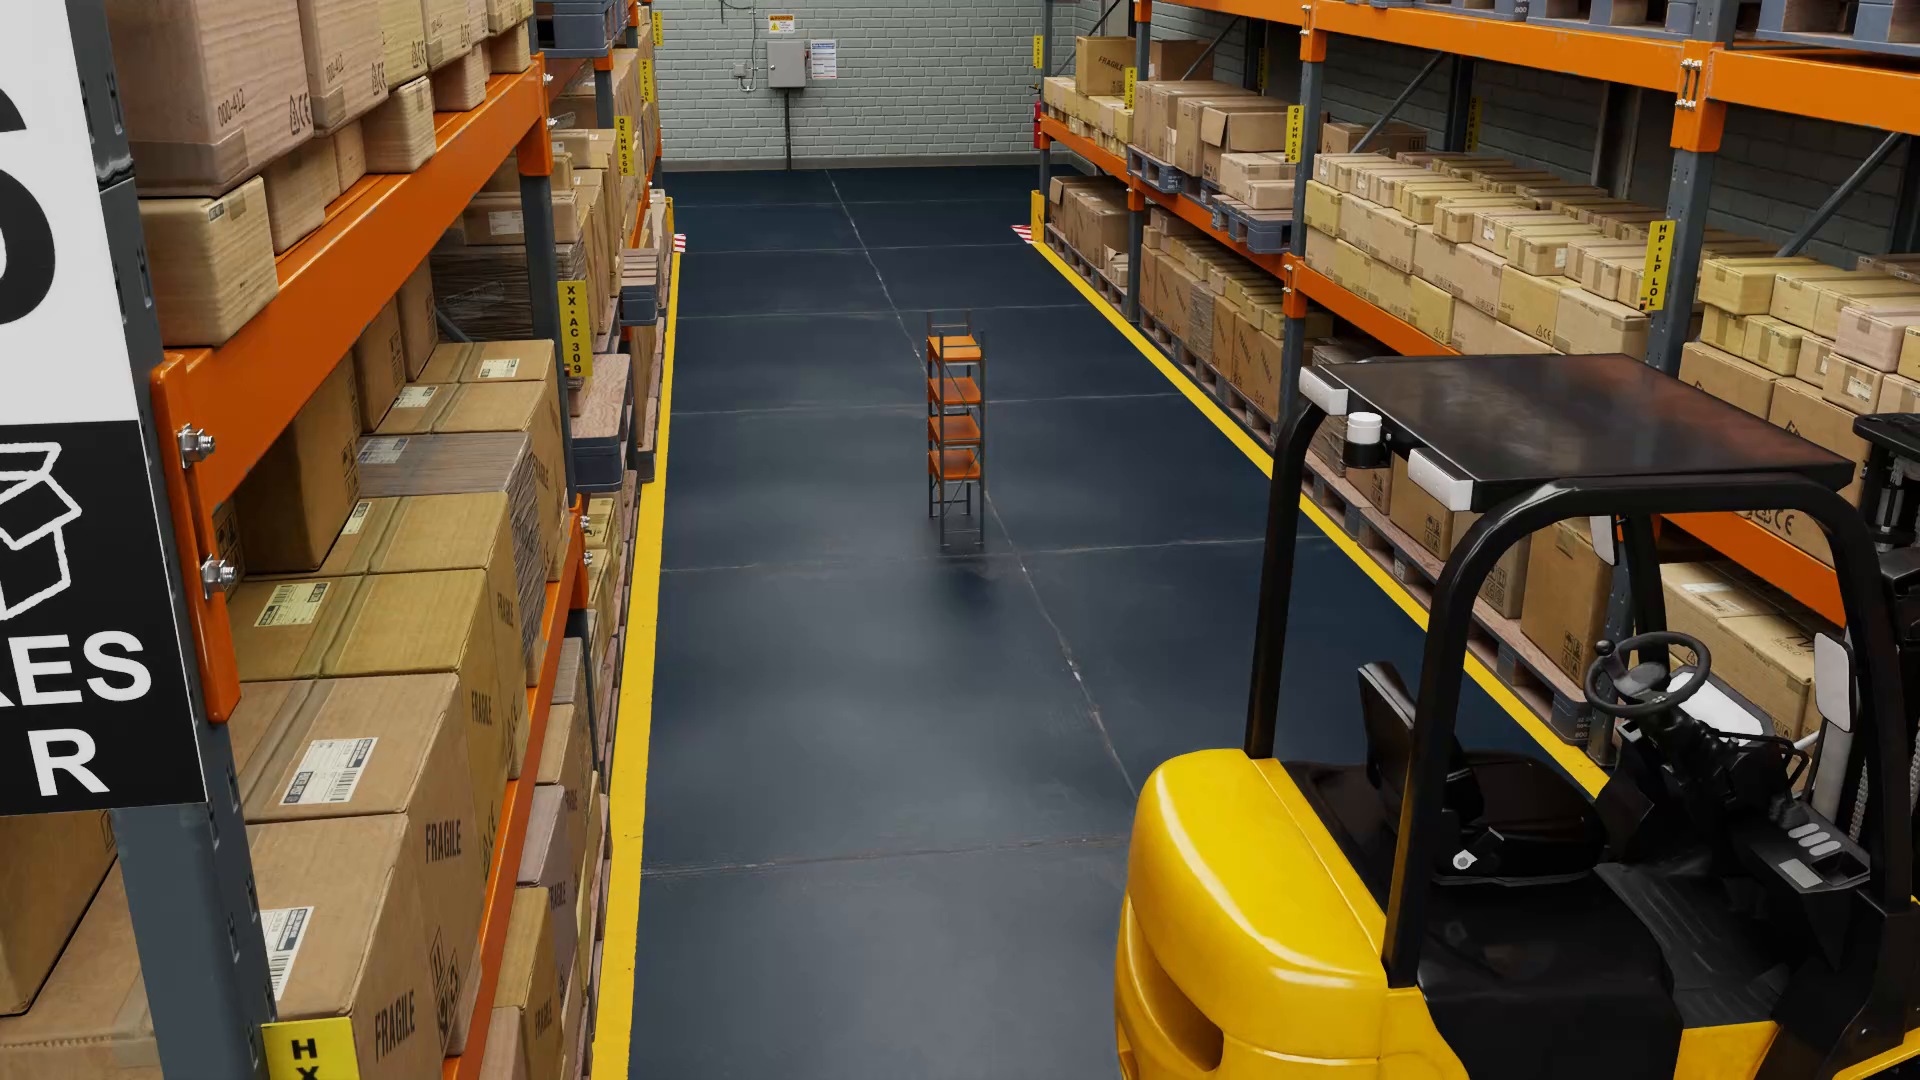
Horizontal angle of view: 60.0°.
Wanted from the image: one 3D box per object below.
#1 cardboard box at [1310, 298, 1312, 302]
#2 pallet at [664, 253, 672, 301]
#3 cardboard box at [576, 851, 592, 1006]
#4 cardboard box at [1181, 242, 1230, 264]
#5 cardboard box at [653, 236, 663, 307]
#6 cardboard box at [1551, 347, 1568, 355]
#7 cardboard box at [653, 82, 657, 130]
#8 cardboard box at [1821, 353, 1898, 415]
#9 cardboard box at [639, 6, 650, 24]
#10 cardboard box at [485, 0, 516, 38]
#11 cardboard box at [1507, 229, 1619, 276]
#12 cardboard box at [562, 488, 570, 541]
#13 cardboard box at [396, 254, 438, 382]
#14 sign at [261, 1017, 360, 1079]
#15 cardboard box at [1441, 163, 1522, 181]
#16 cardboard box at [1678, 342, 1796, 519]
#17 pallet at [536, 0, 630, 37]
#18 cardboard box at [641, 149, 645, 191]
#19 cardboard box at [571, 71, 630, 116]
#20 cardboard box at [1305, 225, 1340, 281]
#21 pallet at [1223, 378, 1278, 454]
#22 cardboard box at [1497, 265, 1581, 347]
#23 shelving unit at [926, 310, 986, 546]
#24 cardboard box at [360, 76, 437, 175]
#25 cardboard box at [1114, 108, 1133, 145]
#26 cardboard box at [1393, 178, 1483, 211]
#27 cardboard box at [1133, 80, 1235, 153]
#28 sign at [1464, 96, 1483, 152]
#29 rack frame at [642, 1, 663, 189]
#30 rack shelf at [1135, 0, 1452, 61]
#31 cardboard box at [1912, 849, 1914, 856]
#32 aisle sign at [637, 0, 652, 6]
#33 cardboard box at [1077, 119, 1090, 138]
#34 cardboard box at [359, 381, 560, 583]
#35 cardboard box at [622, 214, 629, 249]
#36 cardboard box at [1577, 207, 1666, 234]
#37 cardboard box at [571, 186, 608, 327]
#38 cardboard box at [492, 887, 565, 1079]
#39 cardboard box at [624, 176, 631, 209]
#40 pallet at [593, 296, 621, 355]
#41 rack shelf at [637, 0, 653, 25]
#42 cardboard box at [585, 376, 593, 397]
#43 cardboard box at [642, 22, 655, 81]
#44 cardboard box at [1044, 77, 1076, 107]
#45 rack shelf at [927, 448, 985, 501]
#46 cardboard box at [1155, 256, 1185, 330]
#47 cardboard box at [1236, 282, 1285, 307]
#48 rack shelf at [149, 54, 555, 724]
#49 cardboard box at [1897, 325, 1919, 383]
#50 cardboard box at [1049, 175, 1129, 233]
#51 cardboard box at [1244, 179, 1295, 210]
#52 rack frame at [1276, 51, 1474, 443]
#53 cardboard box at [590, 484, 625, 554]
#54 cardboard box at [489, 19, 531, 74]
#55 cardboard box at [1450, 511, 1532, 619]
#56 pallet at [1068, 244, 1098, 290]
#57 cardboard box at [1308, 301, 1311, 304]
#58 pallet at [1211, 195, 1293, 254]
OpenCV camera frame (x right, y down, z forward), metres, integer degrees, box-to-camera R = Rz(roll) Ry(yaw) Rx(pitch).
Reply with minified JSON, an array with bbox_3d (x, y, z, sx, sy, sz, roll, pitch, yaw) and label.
[{"bbox_3d":[2.662,-1.710,11.552,0.380,0.149,0.250,-4,21,-10],"label":"cardboard box"},{"bbox_3d":[-3.197,-2.427,15.413,1.003,0.211,1.213,-3,21,-8],"label":"pallet"},{"bbox_3d":[-1.394,1.193,5.064,0.500,0.250,0.500,-3,21,-9],"label":"cardboard box"},{"bbox_3d":[1.932,-2.212,12.897,0.380,0.149,0.250,-3,21,-9],"label":"cardboard box"},{"bbox_3d":[-2.969,-2.262,14.047,0.875,0.438,0.875,-3,21,-9],"label":"cardboard box"},{"bbox_3d":[2.748,-0.616,6.792,0.500,0.250,0.500,-2,21,-7],"label":"cardboard box"},{"bbox_3d":[-3.089,-3.969,15.412,0.500,0.500,0.500,-2,21,-6],"label":"cardboard box"},{"bbox_3d":[2.931,-0.484,5.155,0.380,0.149,0.250,-2,21,-7],"label":"cardboard box"},{"bbox_3d":[-3.131,-4.961,15.712,0.380,0.149,0.250,-3,21,-8],"label":"cardboard box"},{"bbox_3d":[-1.428,-1.433,4.268,0.500,0.250,0.500,-3,21,-9],"label":"cardboard box"},{"bbox_3d":[2.603,-1.243,7.186,0.380,0.149,0.250,-4,21,-9],"label":"cardboard box"},{"bbox_3d":[-1.484,-0.059,5.447,0.380,0.149,0.250,-3,21,-8],"label":"cardboard box"},{"bbox_3d":[-1.983,-0.764,4.978,0.700,0.500,0.500,-3,21,-8],"label":"cardboard box"},{"bbox_3d":[-0.718,0.679,1.874,0.100,0.325,0.005,-3,21,-8],"label":"sign"},{"bbox_3d":[2.875,-1.980,9.161,0.380,0.149,0.250,-3,21,-8],"label":"cardboard box"},{"bbox_3d":[2.885,-0.405,5.870,0.500,0.500,0.500,-3,21,-9],"label":"cardboard box"},{"bbox_3d":[-1.968,-2.168,6.716,1.213,0.211,1.003,-3,21,-8],"label":"pallet"},{"bbox_3d":[-2.671,-2.830,12.720,0.500,0.250,0.500,-3,21,-9],"label":"cardboard box"},{"bbox_3d":[-2.378,-2.707,10.606,0.500,0.500,0.500,-2,21,-6],"label":"cardboard box"},{"bbox_3d":[2.325,-1.673,9.624,0.500,0.250,0.500,-3,21,-8],"label":"cardboard box"},{"bbox_3d":[2.433,-0.864,11.227,1.003,0.211,1.213,-3,21,-8],"label":"pallet"},{"bbox_3d":[2.674,-1.023,7.169,0.500,0.250,0.500,-3,21,-9],"label":"cardboard box"},{"bbox_3d":[-0.024,-0.619,9.160,0.258,1.200,0.503,-3,21,-8],"label":"shelving unit"},{"bbox_3d":[-1.172,-0.754,3.020,0.380,0.149,0.250,-3,21,-7],"label":"cardboard box"},{"bbox_3d":[1.611,-3.528,14.163,0.500,0.250,0.500,-2,21,-6],"label":"cardboard box"},{"bbox_3d":[2.475,-1.780,8.624,0.380,0.149,0.250,-3,21,-7],"label":"cardboard box"},{"bbox_3d":[1.775,-3.359,13.180,0.700,0.500,0.500,-2,21,-6],"label":"cardboard box"},{"bbox_3d":[3.052,-2.481,9.917,0.100,0.325,0.005,-3,21,-8],"label":"sign"},{"bbox_3d":[-3.562,-4.428,16.784,1.000,3.000,0.127,-3,21,-8],"label":"rack frame"},{"bbox_3d":[2.214,-3.670,11.497,1.077,0.370,4.000,-3,21,-8],"label":"rack shelf"},{"bbox_3d":[3.051,1.039,4.761,0.500,0.250,0.500,-3,21,-8],"label":"cardboard box"},{"bbox_3d":[-3.265,-5.686,16.438,0.394,0.787,0.004,-3,21,-8],"label":"aisle sign"},{"bbox_3d":[1.320,-3.895,15.718,0.380,0.149,0.250,-2,21,-7],"label":"cardboard box"},{"bbox_3d":[-1.441,-0.140,4.736,0.500,0.500,0.500,-2,21,-6],"label":"cardboard box"},{"bbox_3d":[-2.230,-1.770,9.882,0.500,0.250,0.500,-3,21,-9],"label":"cardboard box"},{"bbox_3d":[3.109,-1.452,7.746,0.380,0.149,0.250,-3,21,-8],"label":"cardboard box"},{"bbox_3d":[-1.746,-1.178,6.915,0.500,0.500,0.500,-3,21,-8],"label":"cardboard box"},{"bbox_3d":[-1.246,1.196,3.986,0.500,0.500,0.500,-3,21,-7],"label":"cardboard box"},{"bbox_3d":[-2.311,-2.189,10.289,0.500,0.250,0.500,-2,21,-6],"label":"cardboard box"},{"bbox_3d":[-2.083,-0.885,7.572,1.003,0.211,1.213,-3,21,-8],"label":"pallet"},{"bbox_3d":[-3.273,-4.803,14.531,1.077,0.370,4.000,-3,21,-8],"label":"rack shelf"},{"bbox_3d":[-1.626,-0.646,6.418,0.380,0.149,0.250,-2,21,-7],"label":"cardboard box"},{"bbox_3d":[-3.152,-4.609,15.696,0.500,0.500,0.500,-3,21,-8],"label":"cardboard box"},{"bbox_3d":[1.148,-4.578,16.975,0.500,0.250,0.500,-3,21,-7],"label":"cardboard box"},{"bbox_3d":[-0.024,-0.370,9.253,0.258,0.148,0.480,-3,21,-8],"label":"rack shelf"},{"bbox_3d":[1.860,-1.958,13.143,0.500,0.500,0.500,-3,21,-8],"label":"cardboard box"},{"bbox_3d":[2.123,-1.677,11.466,0.380,0.149,0.250,-2,21,-6],"label":"cardboard box"},{"bbox_3d":[-1.544,-0.649,3.407,1.077,0.370,4.000,-3,21,-8],"label":"rack shelf"},{"bbox_3d":[3.004,-0.533,4.860,0.380,0.149,0.250,-3,21,-9],"label":"cardboard box"},{"bbox_3d":[1.344,-3.490,17.241,0.797,0.503,0.637,-4,21,-10],"label":"cardboard box"},{"bbox_3d":[2.028,-2.197,10.569,0.380,0.149,0.250,-3,21,-7],"label":"cardboard box"},{"bbox_3d":[2.503,-1.910,10.042,1.000,3.000,0.127,-3,21,-8],"label":"rack frame"},{"bbox_3d":[-2.223,-0.172,8.546,0.950,0.372,0.625,-3,21,-9],"label":"cardboard box"},{"bbox_3d":[-1.484,-1.467,4.927,0.380,0.149,0.250,-3,21,-7],"label":"cardboard box"},{"bbox_3d":[2.889,-0.058,7.878,0.875,0.625,0.625,-3,21,-8],"label":"cardboard box"},{"bbox_3d":[1.649,-2.649,16.008,1.003,0.211,1.213,-3,21,-8],"label":"pallet"},{"bbox_3d":[2.592,-1.449,11.781,0.500,0.500,0.500,-2,21,-5],"label":"cardboard box"},{"bbox_3d":[2.336,-2.051,10.694,1.213,0.211,1.003,-3,21,-8],"label":"pallet"}]
